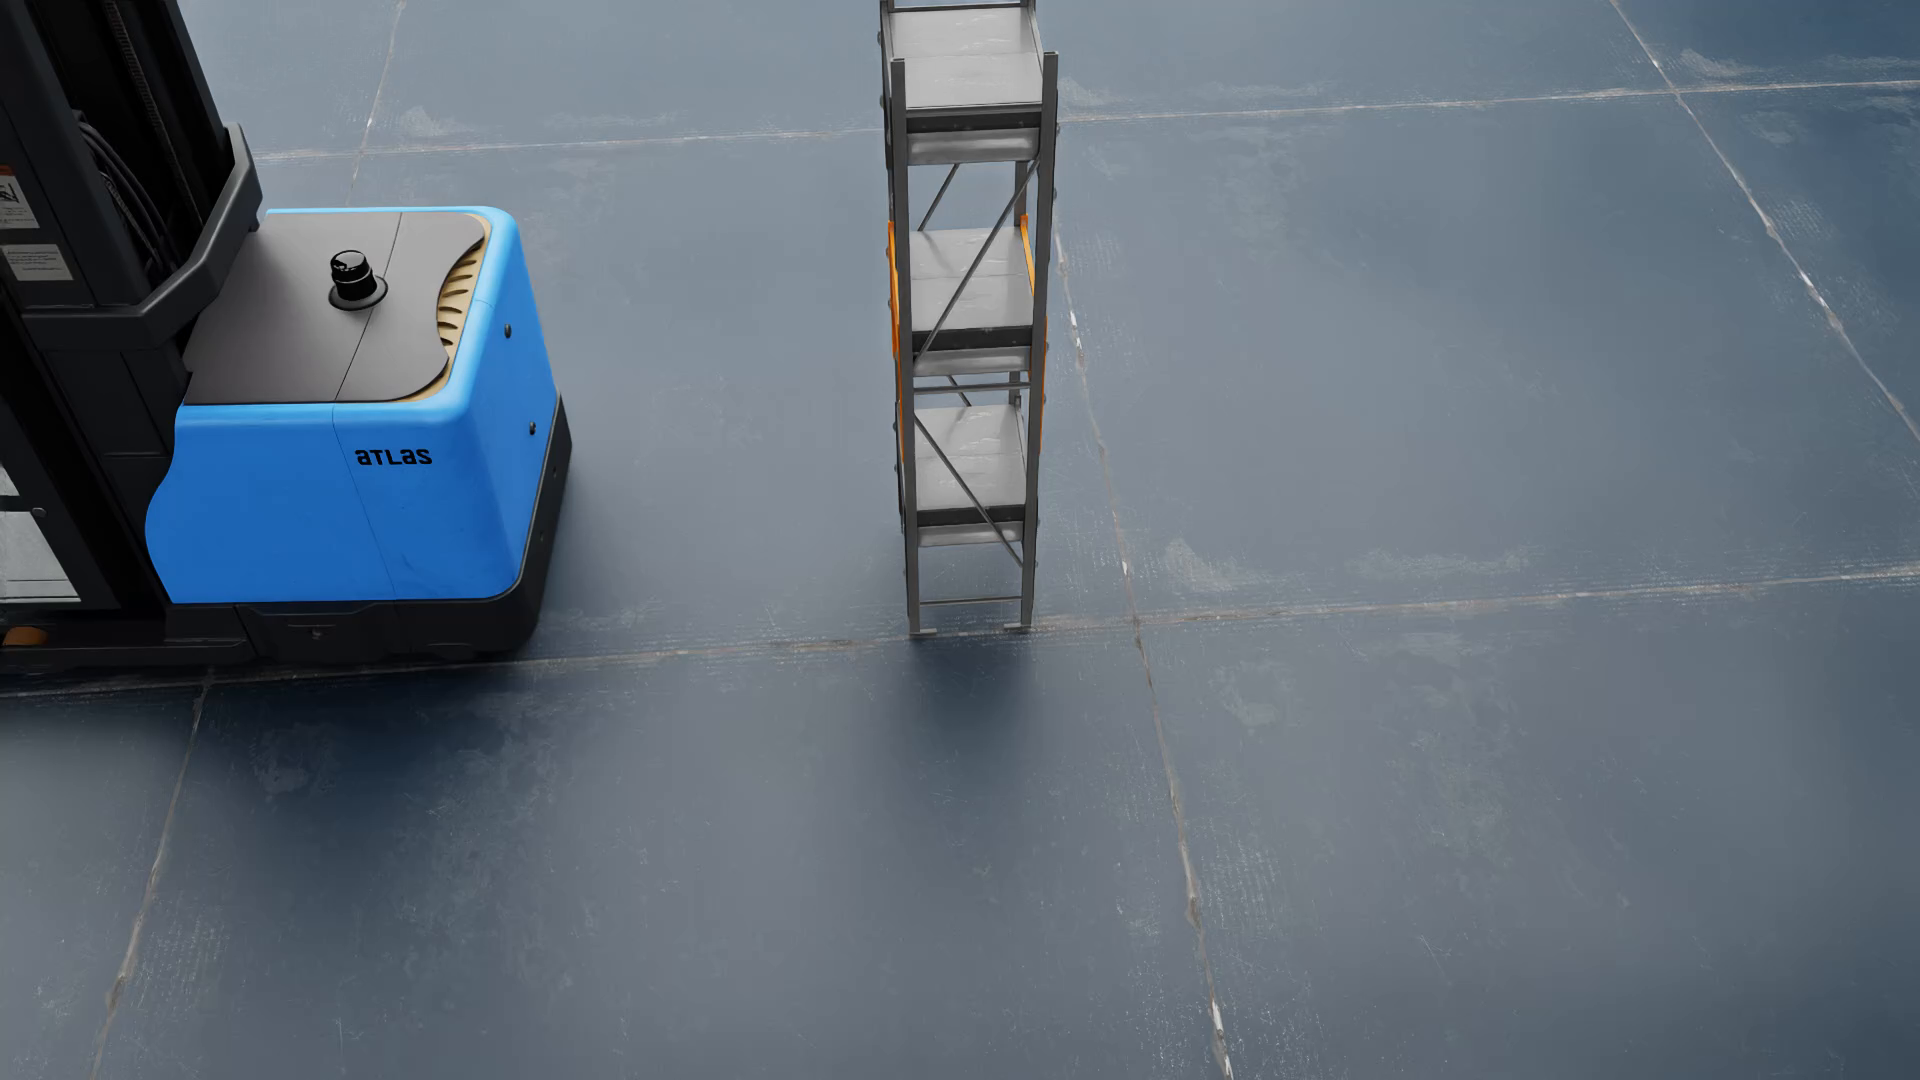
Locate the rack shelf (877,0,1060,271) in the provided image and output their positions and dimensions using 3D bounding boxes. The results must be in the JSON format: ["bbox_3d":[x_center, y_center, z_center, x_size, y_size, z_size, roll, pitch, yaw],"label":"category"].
[{"bbox_3d":[0.014,-1.074,4.376,0.431,0.518,0.480,-3,47,-3],"label":"rack shelf"}]

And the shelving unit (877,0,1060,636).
[{"bbox_3d":[0.014,-0.602,4.874,0.431,2.100,0.503,-3,47,-3],"label":"shelving unit"}]

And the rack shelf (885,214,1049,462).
[{"bbox_3d":[0.014,-0.593,4.884,0.431,0.518,0.480,-3,47,-3],"label":"rack shelf"}]

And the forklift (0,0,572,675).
[{"bbox_3d":[-2.896,-0.962,4.642,3.031,2.935,1.130,-1,47,-1],"label":"forklift"}]

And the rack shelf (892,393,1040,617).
[{"bbox_3d":[0.014,-0.112,5.392,0.431,0.518,0.480,-3,47,-3],"label":"rack shelf"}]

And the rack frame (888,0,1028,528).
[{"bbox_3d":[-0.007,-0.779,5.041,0.400,2.100,0.015,-3,47,-3],"label":"rack frame"}]

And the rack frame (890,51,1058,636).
[{"bbox_3d":[0.034,-0.426,4.707,0.400,2.100,0.015,-3,47,-3],"label":"rack frame"}]
